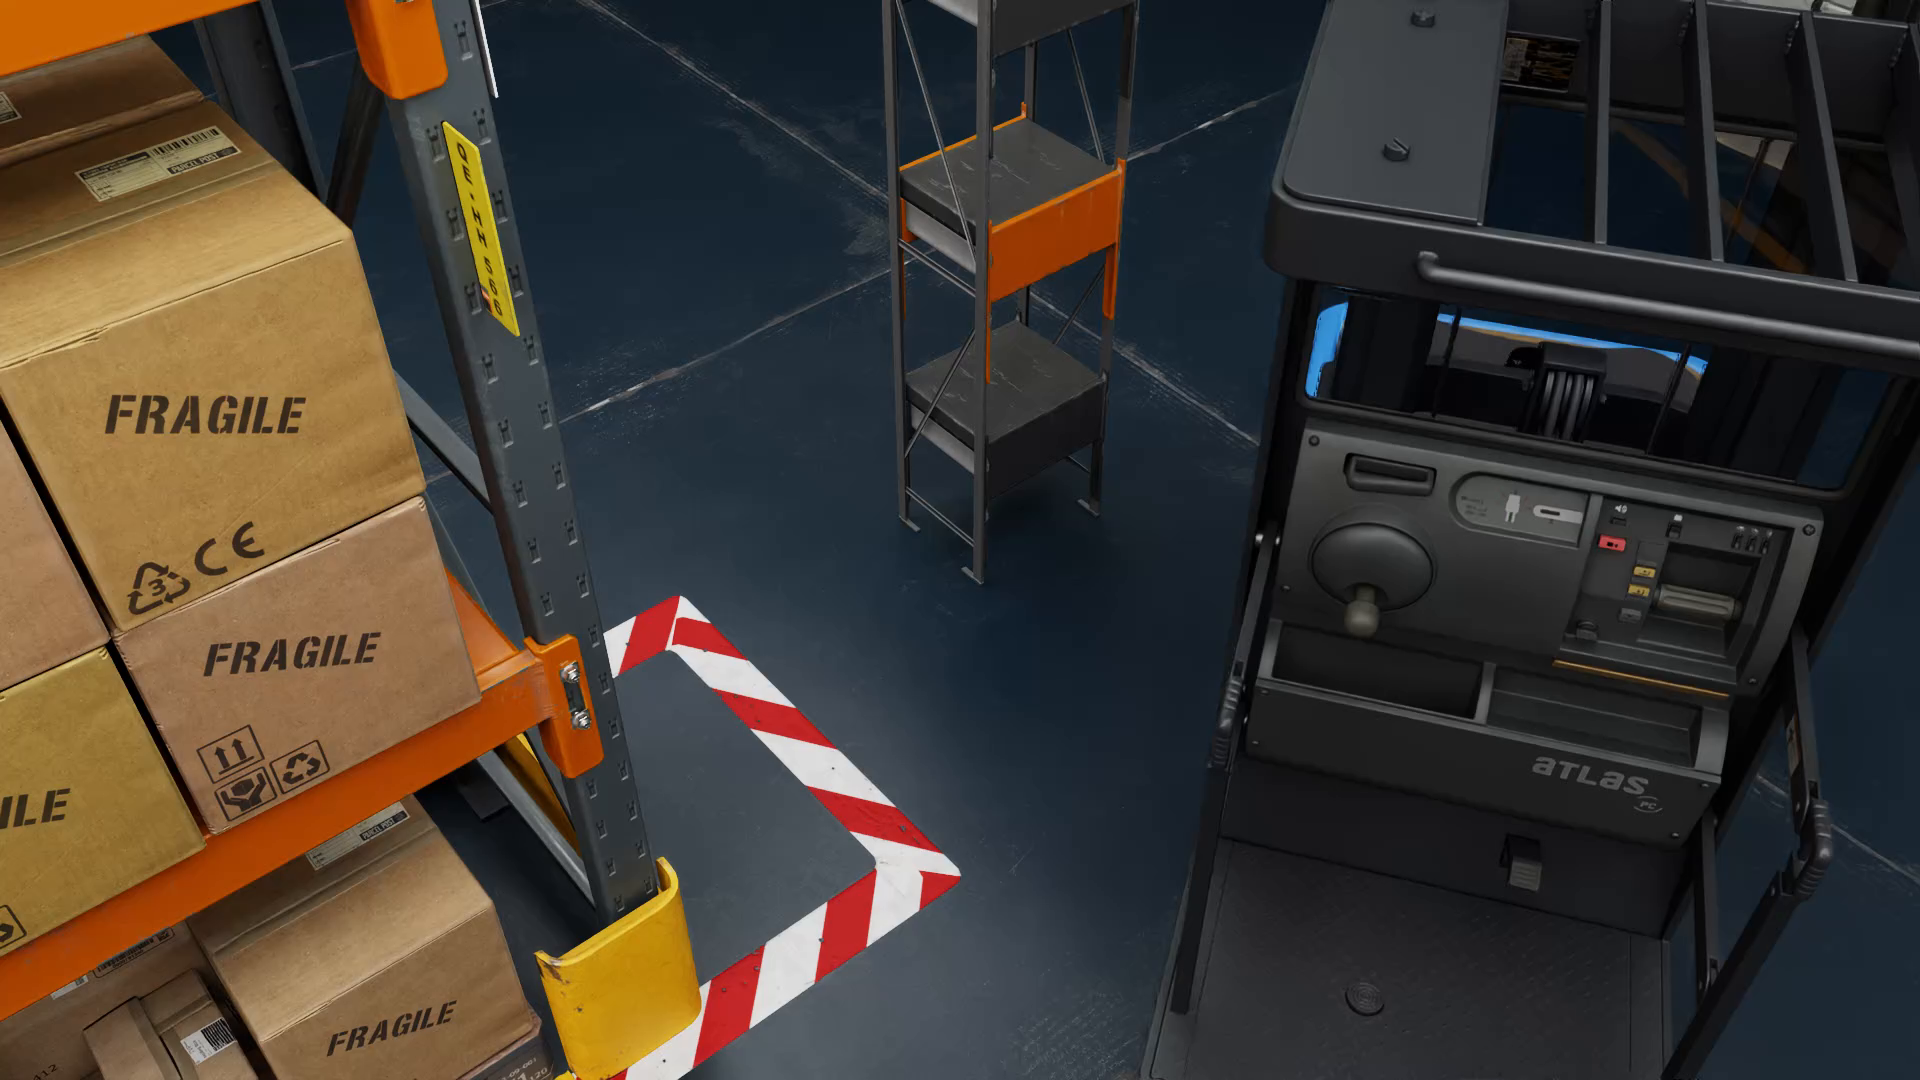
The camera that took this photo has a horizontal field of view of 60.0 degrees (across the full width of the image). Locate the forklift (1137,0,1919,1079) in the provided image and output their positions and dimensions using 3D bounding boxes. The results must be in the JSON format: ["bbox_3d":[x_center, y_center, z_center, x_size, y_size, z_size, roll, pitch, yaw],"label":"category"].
[{"bbox_3d":[1.030,0.129,2.971,1.130,2.935,3.031,11,44,12],"label":"forklift"}]

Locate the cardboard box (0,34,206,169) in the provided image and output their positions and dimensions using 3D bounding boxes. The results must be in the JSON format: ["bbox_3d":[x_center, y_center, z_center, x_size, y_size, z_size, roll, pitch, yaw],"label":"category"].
[{"bbox_3d":[-1.559,-0.563,2.855,0.500,0.500,0.500,-28,50,-27],"label":"cardboard box"}]

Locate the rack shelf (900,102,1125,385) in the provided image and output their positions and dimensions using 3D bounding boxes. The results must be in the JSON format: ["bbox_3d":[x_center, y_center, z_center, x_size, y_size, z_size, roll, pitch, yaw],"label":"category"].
[{"bbox_3d":[0.127,-0.828,4.618,0.480,0.518,0.431,-30,51,-28],"label":"rack shelf"}]

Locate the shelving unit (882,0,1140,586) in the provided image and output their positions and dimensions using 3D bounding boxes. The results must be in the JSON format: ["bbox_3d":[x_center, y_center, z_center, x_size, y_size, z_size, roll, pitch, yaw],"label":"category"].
[{"bbox_3d":[0.127,-0.838,4.609,0.503,2.100,0.431,-30,51,-28],"label":"shelving unit"}]

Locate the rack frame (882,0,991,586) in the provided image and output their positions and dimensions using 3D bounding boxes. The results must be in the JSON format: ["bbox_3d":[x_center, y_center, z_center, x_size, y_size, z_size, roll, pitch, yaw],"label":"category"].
[{"bbox_3d":[-0.060,-0.731,4.494,0.015,2.100,0.400,-30,51,-28],"label":"rack frame"}]

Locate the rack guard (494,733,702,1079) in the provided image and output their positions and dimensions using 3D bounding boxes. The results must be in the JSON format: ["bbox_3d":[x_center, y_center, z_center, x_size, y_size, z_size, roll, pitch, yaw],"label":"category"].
[{"bbox_3d":[-1.108,0.726,4.112,0.348,0.500,1.175,-30,51,-28],"label":"rack guard"}]

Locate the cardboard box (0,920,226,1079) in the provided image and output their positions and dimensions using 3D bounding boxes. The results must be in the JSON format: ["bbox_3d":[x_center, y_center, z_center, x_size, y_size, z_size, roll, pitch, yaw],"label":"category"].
[{"bbox_3d":[-2.032,0.933,3.753,0.500,0.250,0.500,-30,51,-28],"label":"cardboard box"}]

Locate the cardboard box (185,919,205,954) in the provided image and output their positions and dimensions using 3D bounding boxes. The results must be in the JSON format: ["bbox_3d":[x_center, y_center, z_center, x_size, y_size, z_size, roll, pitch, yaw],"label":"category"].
[{"bbox_3d":[-1.783,0.767,3.990,0.250,0.166,0.380,-30,51,-28],"label":"cardboard box"}]

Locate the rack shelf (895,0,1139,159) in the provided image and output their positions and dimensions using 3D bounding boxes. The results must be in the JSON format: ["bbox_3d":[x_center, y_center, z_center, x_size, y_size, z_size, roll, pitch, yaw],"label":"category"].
[{"bbox_3d":[0.127,-1.338,4.139,0.480,0.518,0.431,-30,51,-28],"label":"rack shelf"}]

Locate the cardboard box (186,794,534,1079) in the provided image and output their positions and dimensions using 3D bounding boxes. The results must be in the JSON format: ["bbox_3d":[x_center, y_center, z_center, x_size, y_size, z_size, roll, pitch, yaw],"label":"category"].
[{"bbox_3d":[-1.308,0.900,3.605,0.500,0.500,0.500,-30,51,-28],"label":"cardboard box"}]

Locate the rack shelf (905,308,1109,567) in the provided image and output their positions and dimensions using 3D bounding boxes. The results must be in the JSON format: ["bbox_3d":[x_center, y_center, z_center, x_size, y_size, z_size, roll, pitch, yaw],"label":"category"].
[{"bbox_3d":[0.127,-0.318,5.097,0.480,0.518,0.431,-30,51,-28],"label":"rack shelf"}]

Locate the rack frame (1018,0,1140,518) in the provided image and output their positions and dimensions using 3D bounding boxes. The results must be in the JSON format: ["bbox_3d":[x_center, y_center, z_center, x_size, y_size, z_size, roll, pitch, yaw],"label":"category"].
[{"bbox_3d":[0.314,-0.945,4.723,0.015,2.100,0.400,-30,51,-28],"label":"rack frame"}]

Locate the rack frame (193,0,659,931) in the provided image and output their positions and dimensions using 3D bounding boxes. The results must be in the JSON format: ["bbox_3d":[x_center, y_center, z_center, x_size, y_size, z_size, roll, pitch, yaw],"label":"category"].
[{"bbox_3d":[-1.049,-0.219,3.292,0.127,3.000,1.000,-30,51,-28],"label":"rack frame"}]

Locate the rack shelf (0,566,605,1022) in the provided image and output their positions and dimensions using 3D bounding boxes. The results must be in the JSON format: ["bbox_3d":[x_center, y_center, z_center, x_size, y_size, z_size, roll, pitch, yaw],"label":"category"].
[{"bbox_3d":[-2.584,0.922,2.603,4.000,0.370,1.077,-30,51,-28],"label":"rack shelf"}]

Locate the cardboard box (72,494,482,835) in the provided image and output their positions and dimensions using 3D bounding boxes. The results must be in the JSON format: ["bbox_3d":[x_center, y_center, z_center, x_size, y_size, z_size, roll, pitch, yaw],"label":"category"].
[{"bbox_3d":[-1.218,0.085,2.896,0.500,0.500,0.500,-28,50,-27],"label":"cardboard box"}]

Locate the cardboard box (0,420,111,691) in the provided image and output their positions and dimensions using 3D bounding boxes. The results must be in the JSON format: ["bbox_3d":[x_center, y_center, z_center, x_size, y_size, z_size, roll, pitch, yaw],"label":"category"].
[{"bbox_3d":[-1.601,-0.057,2.316,0.500,0.500,0.500,-28,50,-27],"label":"cardboard box"}]

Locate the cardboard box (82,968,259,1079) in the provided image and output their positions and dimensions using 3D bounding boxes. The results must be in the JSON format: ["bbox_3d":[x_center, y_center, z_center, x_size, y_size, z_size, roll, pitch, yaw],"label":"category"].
[{"bbox_3d":[-1.677,1.153,3.580,0.250,0.166,0.380,-30,51,-28],"label":"cardboard box"}]

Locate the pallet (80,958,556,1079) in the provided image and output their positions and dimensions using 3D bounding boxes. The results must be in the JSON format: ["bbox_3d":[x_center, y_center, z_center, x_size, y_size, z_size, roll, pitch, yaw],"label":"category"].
[{"bbox_3d":[-1.719,1.182,3.837,1.213,0.211,1.003,-30,51,-28],"label":"pallet"}]

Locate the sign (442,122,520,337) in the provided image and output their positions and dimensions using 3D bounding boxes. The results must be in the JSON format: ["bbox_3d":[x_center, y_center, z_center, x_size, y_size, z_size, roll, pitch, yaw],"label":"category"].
[{"bbox_3d":[-0.709,-0.456,2.467,0.005,0.325,0.100,-30,51,-28],"label":"sign"}]

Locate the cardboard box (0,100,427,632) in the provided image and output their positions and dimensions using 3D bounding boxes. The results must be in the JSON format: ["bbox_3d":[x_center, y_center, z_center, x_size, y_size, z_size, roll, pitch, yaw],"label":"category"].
[{"bbox_3d":[-1.214,-0.280,2.553,0.500,0.500,0.500,-30,51,-28],"label":"cardboard box"}]

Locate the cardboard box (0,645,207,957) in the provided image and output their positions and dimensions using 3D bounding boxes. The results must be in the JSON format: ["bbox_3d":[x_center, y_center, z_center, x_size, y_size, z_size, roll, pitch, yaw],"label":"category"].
[{"bbox_3d":[-1.614,0.314,2.651,0.500,0.500,0.500,-29,51,-28],"label":"cardboard box"}]

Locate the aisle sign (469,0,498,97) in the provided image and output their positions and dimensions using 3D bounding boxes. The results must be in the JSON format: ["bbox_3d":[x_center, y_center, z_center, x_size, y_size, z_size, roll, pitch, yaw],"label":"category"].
[{"bbox_3d":[-0.801,-1.035,2.262,0.004,0.787,0.394,-30,51,-28],"label":"aisle sign"}]

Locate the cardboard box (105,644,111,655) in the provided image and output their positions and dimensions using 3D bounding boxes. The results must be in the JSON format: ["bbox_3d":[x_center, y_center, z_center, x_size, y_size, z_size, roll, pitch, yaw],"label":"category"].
[{"bbox_3d":[-1.559,-0.199,3.197,0.500,0.500,0.500,-29,50,-27],"label":"cardboard box"}]

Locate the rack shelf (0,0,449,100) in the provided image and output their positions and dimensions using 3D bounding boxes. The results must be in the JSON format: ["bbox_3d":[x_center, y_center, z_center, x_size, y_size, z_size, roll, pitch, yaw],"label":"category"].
[{"bbox_3d":[-2.584,-0.171,1.576,4.000,0.370,1.077,-30,51,-28],"label":"rack shelf"}]
